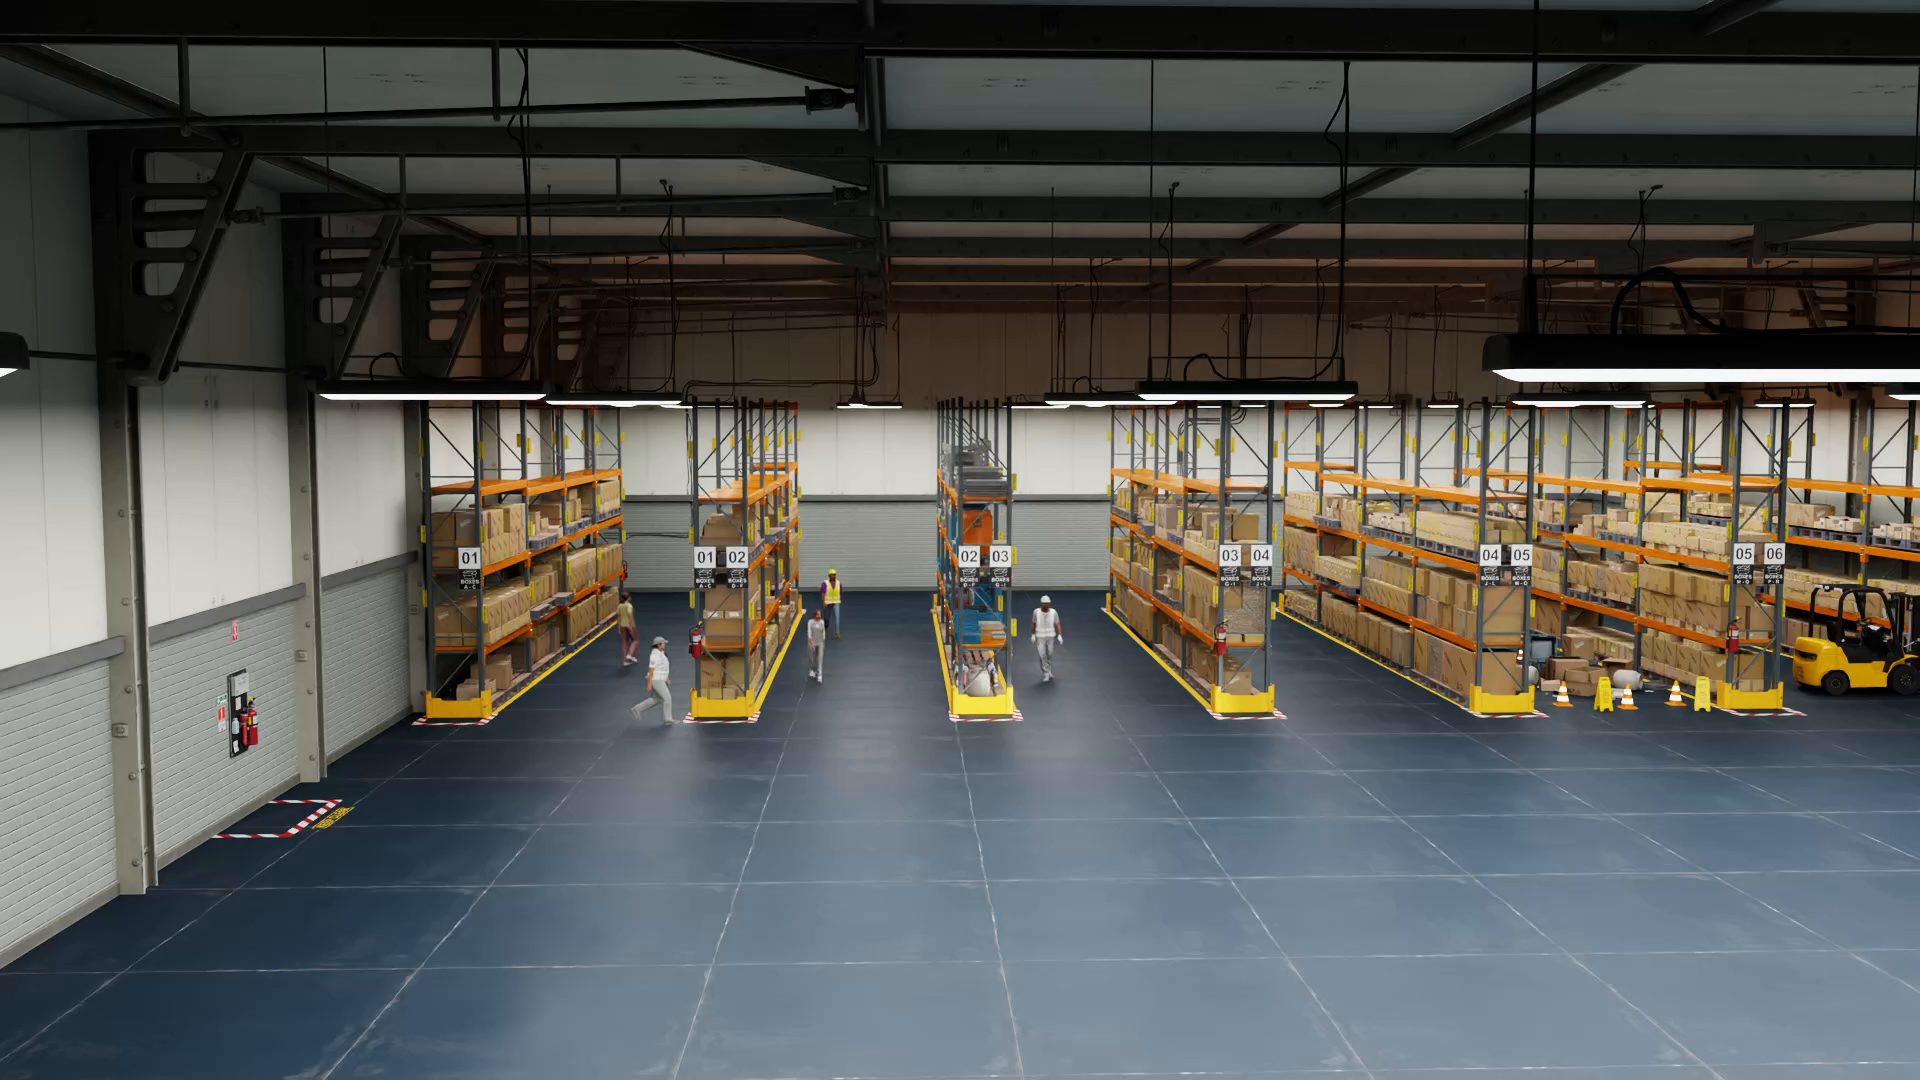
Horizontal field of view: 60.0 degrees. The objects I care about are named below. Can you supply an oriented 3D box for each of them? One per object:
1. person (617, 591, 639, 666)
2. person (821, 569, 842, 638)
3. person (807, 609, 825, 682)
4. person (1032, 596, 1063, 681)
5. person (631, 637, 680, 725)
[{"bbox_3d":[-7.504,1.989,37.485,0.505,1.659,0.457,1,4,11],"label":"person"},{"bbox_3d":[-3.239,1.604,42.023,0.549,1.728,1.036,-1,4,-11],"label":"person"},{"bbox_3d":[-3.044,2.219,35.398,0.404,1.519,0.964,-1,5,-12],"label":"person"},{"bbox_3d":[1.861,2.115,35.534,0.639,1.850,0.581,0,4,-4],"label":"person"},{"bbox_3d":[-5.566,2.563,30.405,0.934,1.604,0.542,0,4,5],"label":"person"}]
